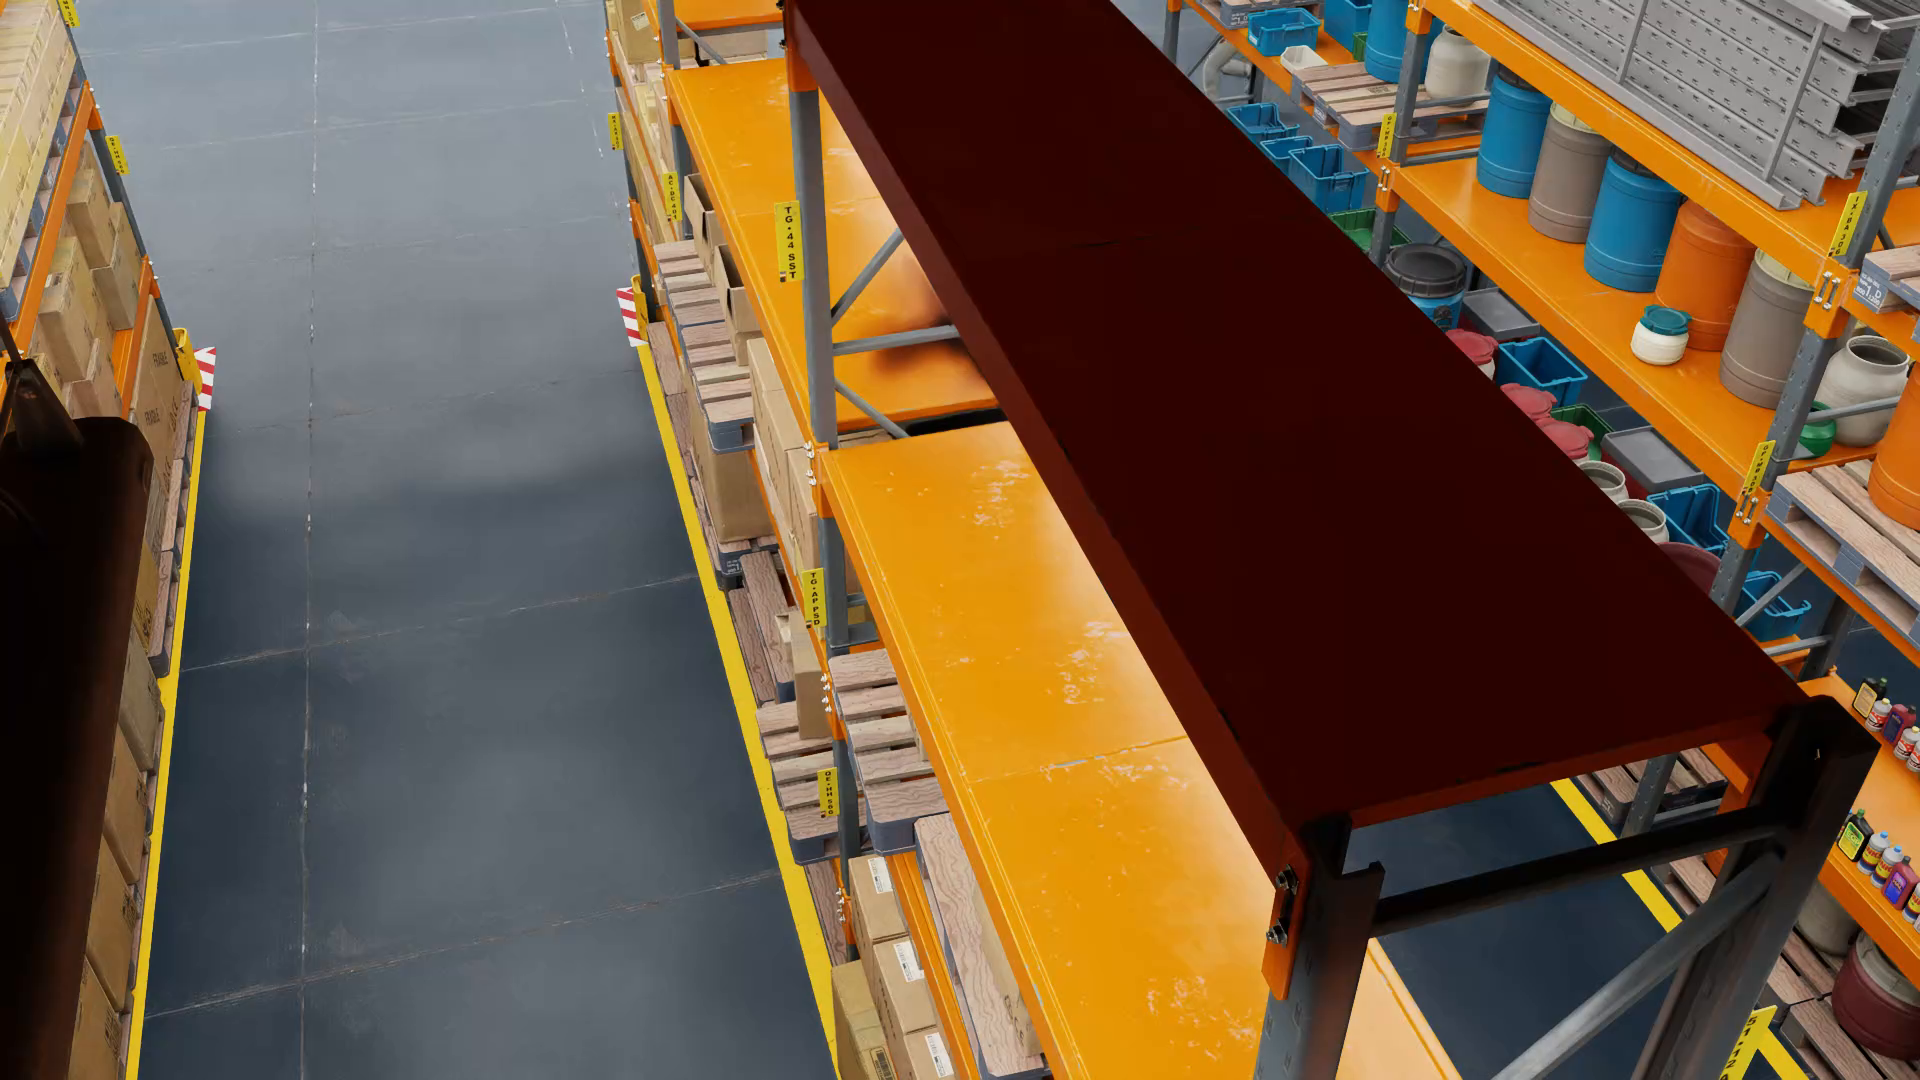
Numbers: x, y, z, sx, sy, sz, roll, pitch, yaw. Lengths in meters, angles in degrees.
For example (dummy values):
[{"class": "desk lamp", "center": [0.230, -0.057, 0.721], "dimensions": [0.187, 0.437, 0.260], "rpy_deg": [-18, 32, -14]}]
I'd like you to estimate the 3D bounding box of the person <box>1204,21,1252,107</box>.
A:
[{"class": "person", "center": [3.045, -5.647, 18.563], "dimensions": [0.829, 1.743, 0.677], "rpy_deg": [4, 39, 5]}]
